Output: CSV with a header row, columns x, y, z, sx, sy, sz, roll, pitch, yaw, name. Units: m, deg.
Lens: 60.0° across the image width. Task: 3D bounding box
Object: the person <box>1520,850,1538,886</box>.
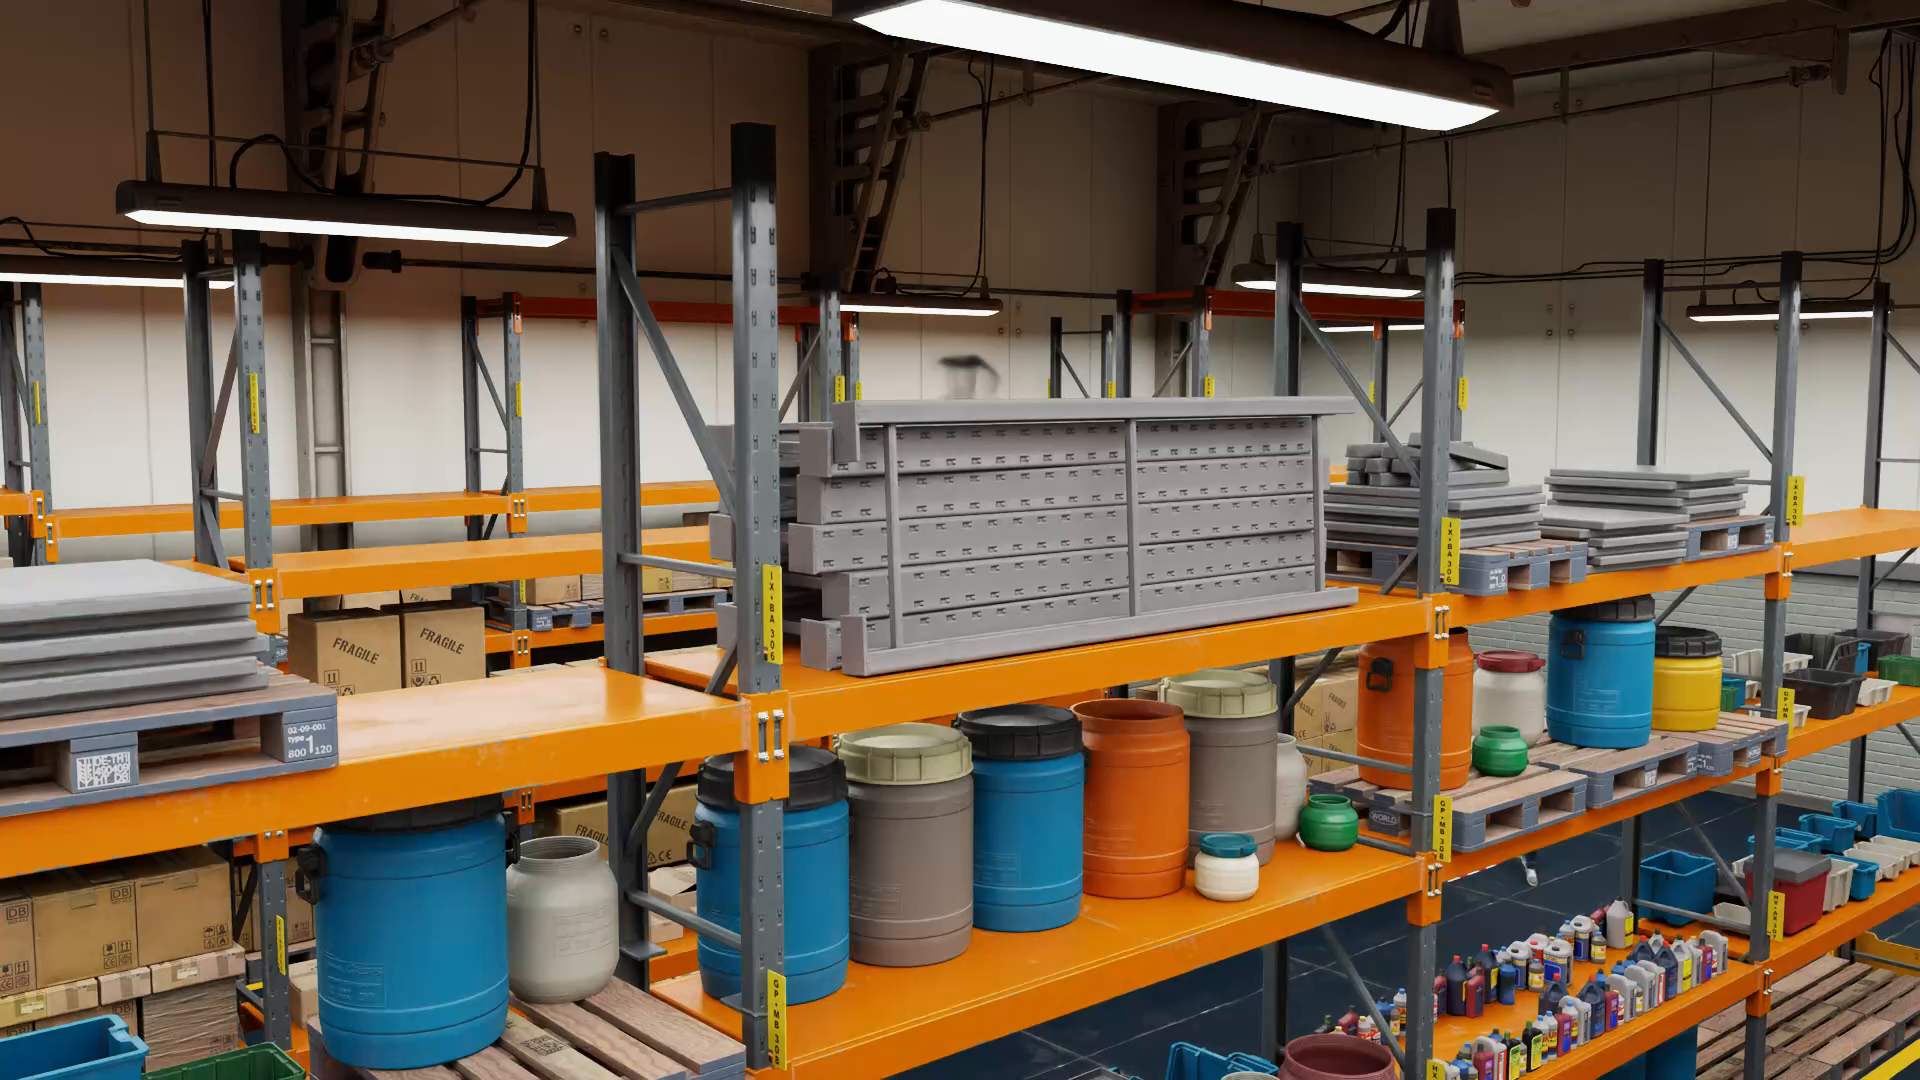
x,y,z,sx,sy,sz,roll,pitch,yaw,name
5.968,2.720,17.361,0.536,1.592,0.794,0,5,1,person
